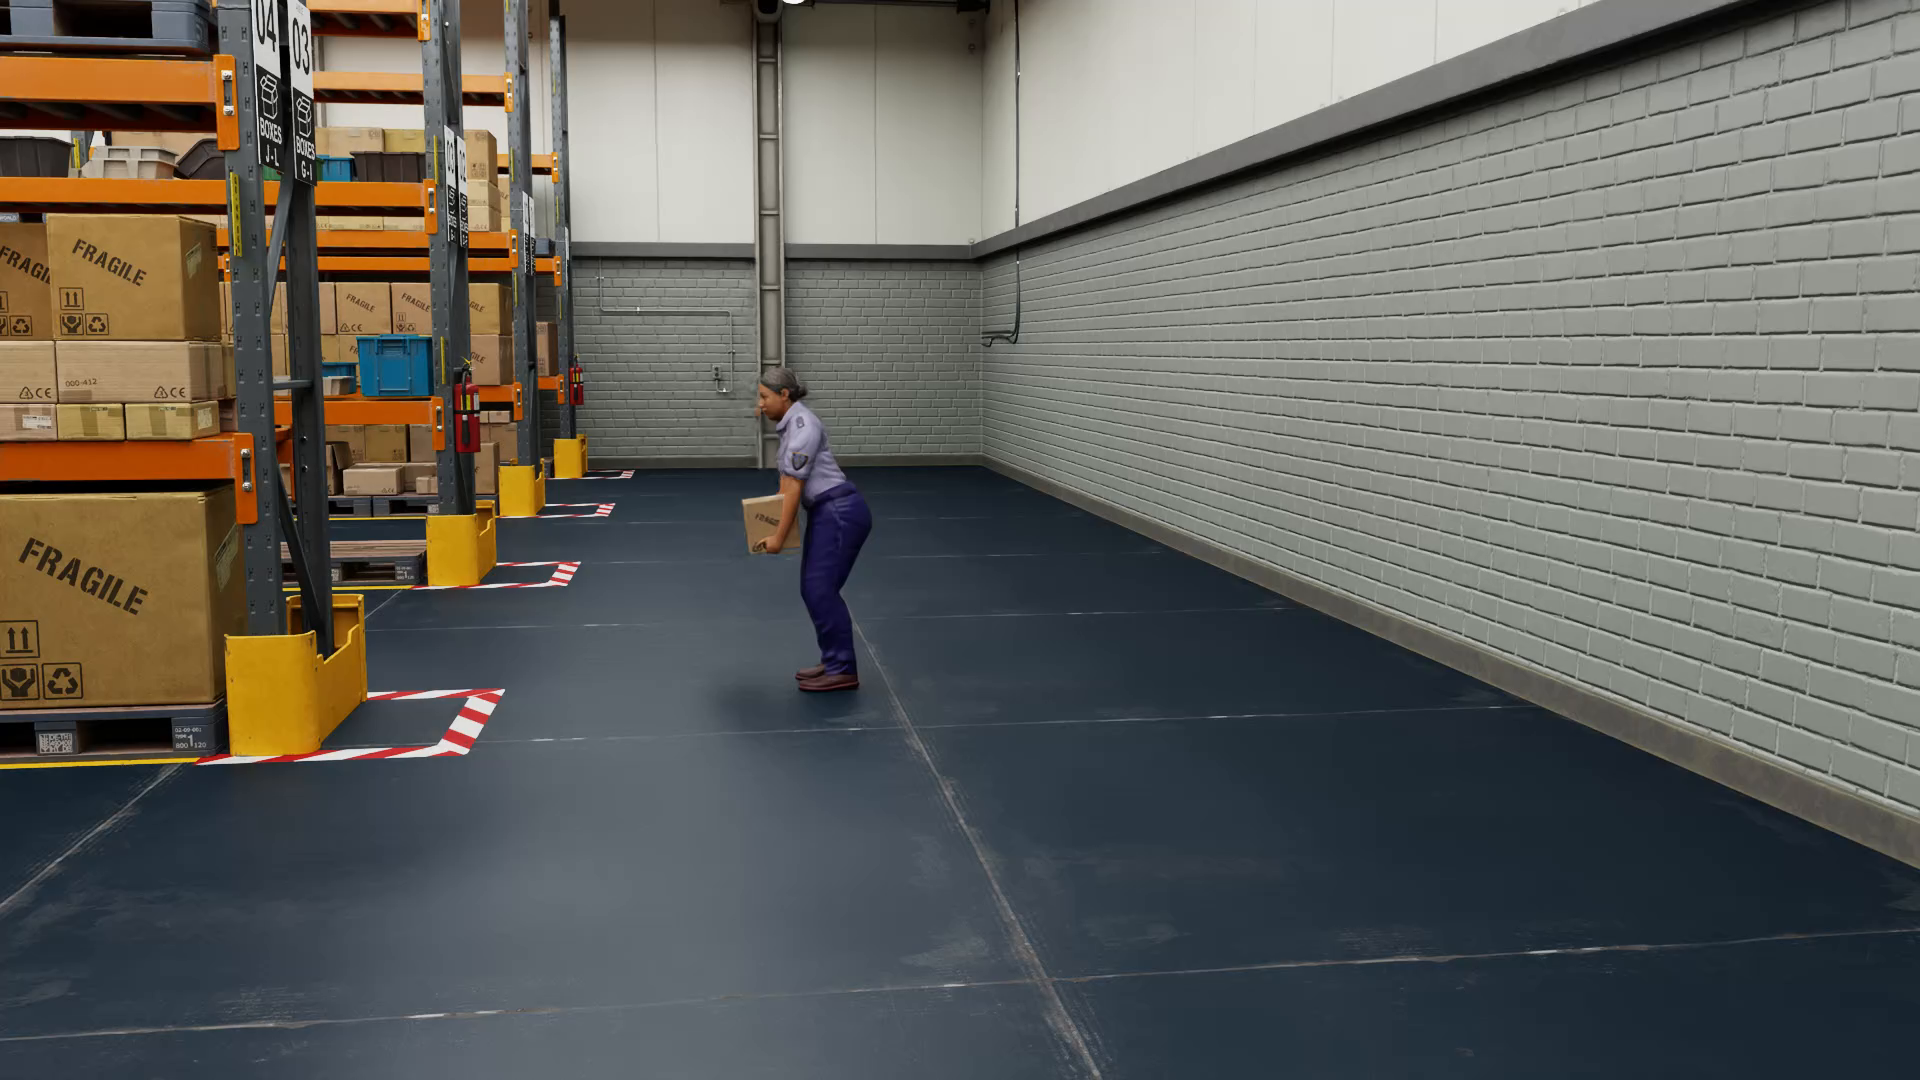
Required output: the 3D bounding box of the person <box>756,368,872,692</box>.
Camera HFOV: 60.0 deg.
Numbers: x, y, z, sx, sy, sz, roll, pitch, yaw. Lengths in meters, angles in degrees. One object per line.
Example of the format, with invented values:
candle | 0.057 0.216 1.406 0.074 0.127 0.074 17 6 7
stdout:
person | -0.729 -0.057 8.230 0.577 1.582 0.438 -1 7 -10
